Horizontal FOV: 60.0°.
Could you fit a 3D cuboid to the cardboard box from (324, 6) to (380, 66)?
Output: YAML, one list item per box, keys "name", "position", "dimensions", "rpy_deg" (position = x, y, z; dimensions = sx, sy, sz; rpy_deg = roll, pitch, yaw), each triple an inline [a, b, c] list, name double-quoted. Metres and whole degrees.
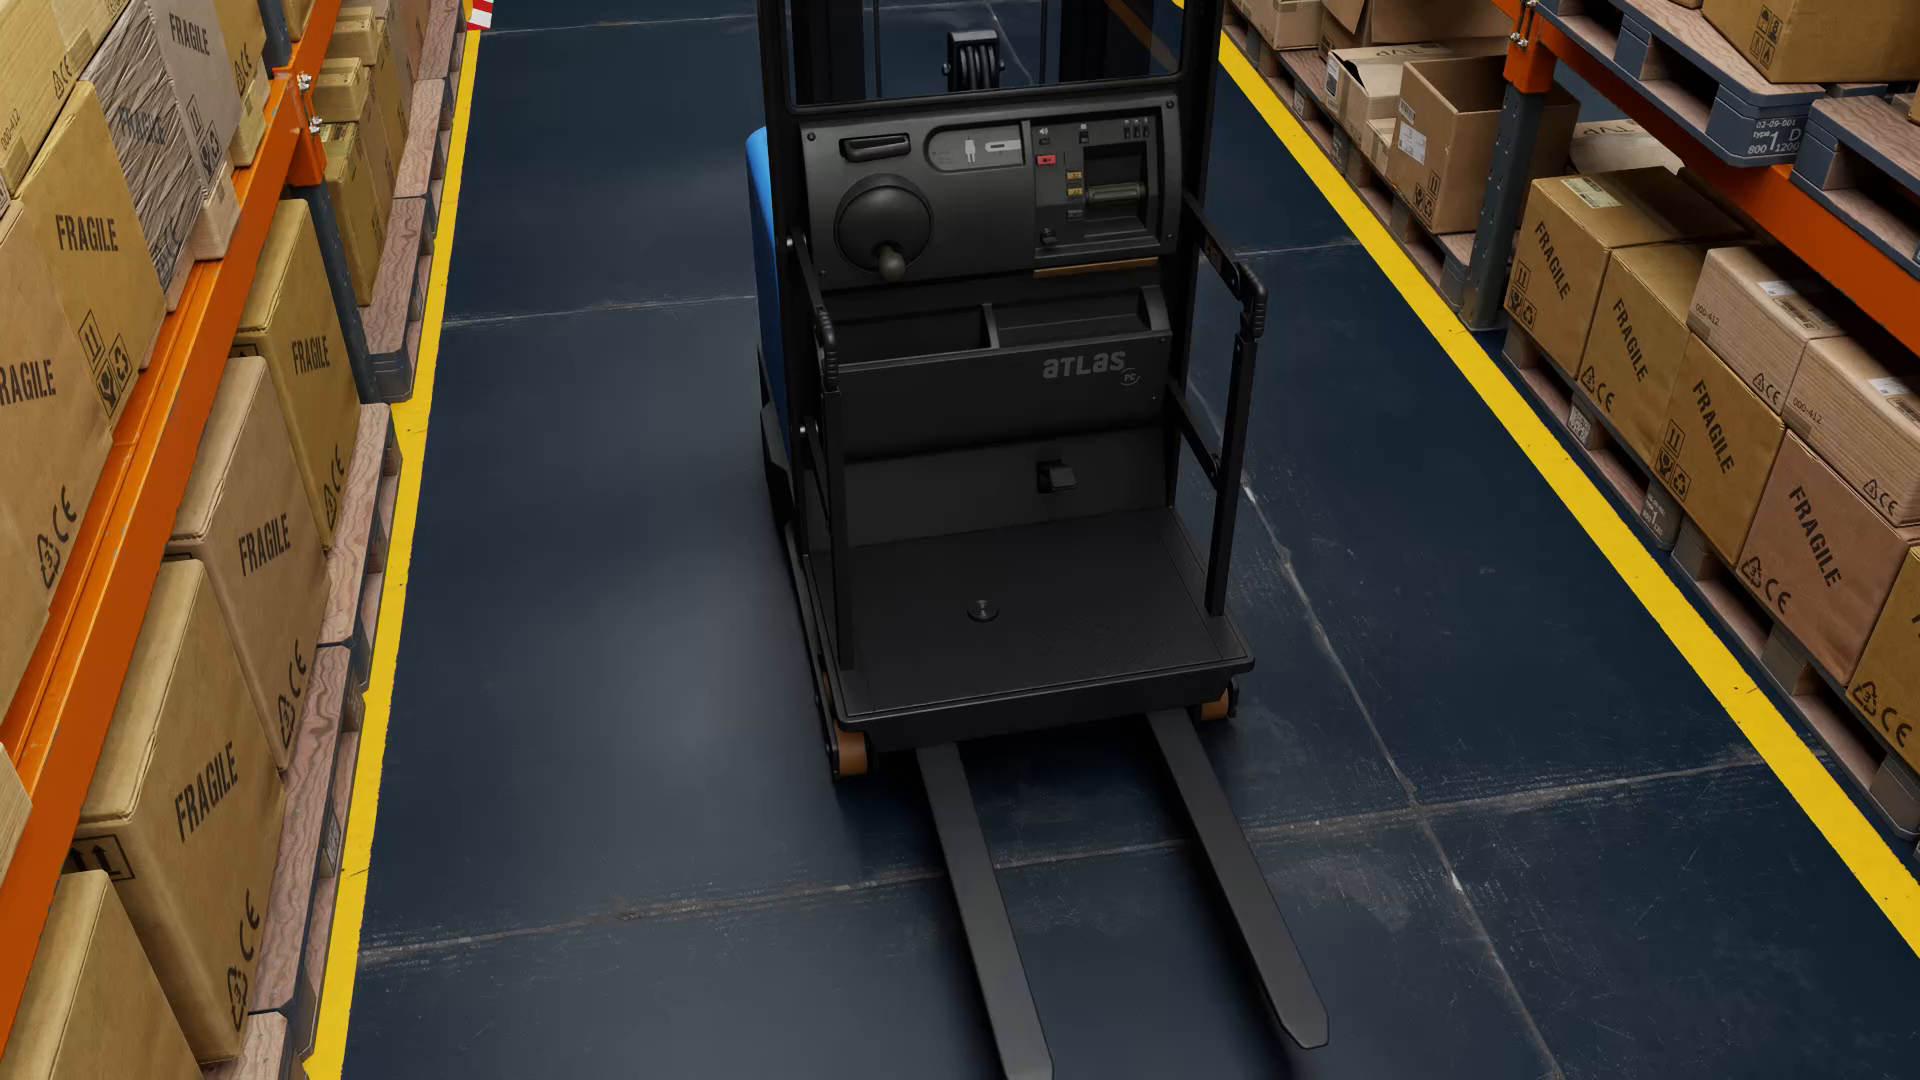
- name: "cardboard box"
  position: [-2.480, -1.953, 6.485]
  dimensions: [0.380, 0.149, 0.250]
  rpy_deg: [-7, 38, -9]

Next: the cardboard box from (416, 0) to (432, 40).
- name: "cardboard box"
  position: [-2.958, -2.696, 7.971]
  dimensions: [0.700, 0.500, 0.500]
  rpy_deg: [-6, 38, -8]

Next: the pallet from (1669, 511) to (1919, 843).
- name: "pallet"
  position: [2.796, 0.278, 4.720]
  dimensions: [1.003, 0.211, 1.213]
  rpy_deg: [-6, 38, -8]

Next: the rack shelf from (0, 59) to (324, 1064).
- name: "rack shelf"
  position: [-2.127, -0.022, 3.419]
  dimensions: [1.077, 0.370, 4.000]
  rpy_deg: [-6, 38, -8]

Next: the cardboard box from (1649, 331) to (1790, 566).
- name: "cardboard box"
  position: [2.428, -0.293, 4.862]
  dimensions: [0.500, 0.500, 0.500]
  rpy_deg: [-6, 38, -7]

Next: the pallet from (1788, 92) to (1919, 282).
- name: "pallet"
  position: [2.754, -0.731, 3.903]
  dimensions: [1.003, 0.211, 1.213]
  rpy_deg: [-6, 38, -8]

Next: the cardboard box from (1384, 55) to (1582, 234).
- name: "cardboard box"
  position: [2.019, -1.549, 6.478]
  dimensions: [0.500, 0.500, 0.500]
  rpy_deg: [-6, 38, -8]

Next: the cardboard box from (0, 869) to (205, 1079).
- name: "cardboard box"
  position: [-1.776, 1.127, 2.764]
  dimensions: [0.750, 0.750, 0.750]
  rpy_deg: [-7, 38, -9]

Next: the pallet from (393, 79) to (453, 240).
- name: "pallet"
  position: [-2.751, -1.619, 7.162]
  dimensions: [1.003, 0.211, 1.213]
  rpy_deg: [-6, 38, -8]

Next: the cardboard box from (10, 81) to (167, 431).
- name: "cardboard box"
  position: [-1.877, -0.514, 3.127]
  dimensions: [0.500, 0.500, 0.500]
  rpy_deg: [-5, 38, -7]

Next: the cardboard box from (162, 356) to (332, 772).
- name: "cardboard box"
  position: [-2.077, 0.084, 4.106]
  dimensions: [0.750, 0.750, 0.750]
  rpy_deg: [-5, 38, -7]

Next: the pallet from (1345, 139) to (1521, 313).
- name: "pallet"
  position: [2.279, -1.362, 6.832]
  dimensions: [1.003, 0.211, 1.213]
  rpy_deg: [-6, 38, -8]

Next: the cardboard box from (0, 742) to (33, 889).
- name: "cardboard box"
  position: [-1.605, 0.447, 2.418]
  dimensions: [0.380, 0.149, 0.250]
  rpy_deg: [-5, 38, -7]

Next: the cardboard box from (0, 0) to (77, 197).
- name: "cardboard box"
  position: [-1.884, -0.795, 2.876]
  dimensions: [0.500, 0.250, 0.500]
  rpy_deg: [-7, 38, -9]

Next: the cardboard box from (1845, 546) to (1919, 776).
- name: "cardboard box"
  position: [2.614, 0.328, 4.061]
  dimensions: [0.500, 0.500, 0.500]
  rpy_deg: [-8, 38, -10]

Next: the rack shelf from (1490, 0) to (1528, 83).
- name: "rack shelf"
  position: [2.048, -2.973, 7.218]
  dimensions: [1.077, 0.370, 4.000]
  rpy_deg: [-6, 38, -8]

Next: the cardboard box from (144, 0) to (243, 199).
- name: "cardboard box"
  position: [-2.049, -1.120, 3.906]
  dimensions: [0.500, 0.500, 0.500]
  rpy_deg: [-6, 38, -8]

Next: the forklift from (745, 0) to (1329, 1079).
- name: "forklift"
  position: [0.134, -0.780, 3.865]
  dimensions: [1.130, 2.935, 3.031]
  rpy_deg: [-8, 38, -10]

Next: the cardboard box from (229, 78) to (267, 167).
- name: "cardboard box"
  position: [-2.072, -1.099, 4.408]
  dimensions: [0.380, 0.149, 0.250]
  rpy_deg: [-6, 38, -7]

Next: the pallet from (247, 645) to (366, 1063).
- name: "pallet"
  position: [-2.051, 0.784, 4.069]
  dimensions: [1.003, 0.211, 1.213]
  rpy_deg: [-6, 38, -8]

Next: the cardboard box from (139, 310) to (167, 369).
- name: "cardboard box"
  position: [-1.960, -0.477, 3.607]
  dimensions: [0.380, 0.149, 0.250]
  rpy_deg: [-7, 38, -9]

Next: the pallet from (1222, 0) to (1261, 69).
- name: "pallet"
  position: [1.851, -2.836, 8.729]
  dimensions: [1.003, 0.211, 1.213]
  rpy_deg: [-6, 38, -8]

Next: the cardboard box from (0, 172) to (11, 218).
- name: "cardboard box"
  position: [-1.789, -0.487, 2.480]
  dimensions: [0.500, 0.250, 0.500]
  rpy_deg: [-6, 38, -8]

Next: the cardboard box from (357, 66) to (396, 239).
- name: "cardboard box"
  position: [-2.593, -1.459, 6.378]
  dimensions: [0.700, 0.500, 0.500]
  rpy_deg: [-7, 38, -8]

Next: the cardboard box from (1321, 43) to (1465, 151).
- name: "cardboard box"
  position: [1.888, -1.927, 7.119]
  dimensions: [0.500, 0.311, 0.500]
  rpy_deg: [-6, 38, -8]

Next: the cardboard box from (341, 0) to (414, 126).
- name: "cardboard box"
  position: [-2.781, -2.091, 7.191]
  dimensions: [0.700, 0.500, 0.500]
  rpy_deg: [-7, 38, -9]

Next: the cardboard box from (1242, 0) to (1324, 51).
- name: "cardboard box"
  position: [1.689, -2.590, 8.021]
  dimensions: [0.500, 0.250, 0.500]
  rpy_deg: [-6, 38, -8]

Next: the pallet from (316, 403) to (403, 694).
- name: "pallet"
  position: [-2.268, 0.045, 5.020]
  dimensions: [1.003, 0.211, 1.213]
  rpy_deg: [-6, 38, -8]

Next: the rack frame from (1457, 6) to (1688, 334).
- name: "rack frame"
  position: [2.399, -2.049, 5.442]
  dimensions: [1.000, 3.000, 0.127]
  rpy_deg: [-6, 38, -8]

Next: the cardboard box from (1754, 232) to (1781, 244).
- name: "cardboard box"
  position: [2.846, -0.669, 5.345]
  dimensions: [0.500, 0.500, 0.500]
  rpy_deg: [-6, 38, -8]

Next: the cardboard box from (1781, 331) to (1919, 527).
- name: "cardboard box"
  position: [2.507, -0.306, 4.267]
  dimensions: [0.500, 0.250, 0.500]
  rpy_deg: [-7, 38, -9]

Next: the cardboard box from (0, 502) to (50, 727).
- name: "cardboard box"
  position: [-1.692, 0.099, 2.337]
  dimensions: [0.500, 0.500, 0.500]
  rpy_deg: [-5, 38, -6]

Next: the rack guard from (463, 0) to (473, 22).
- name: "rack guard"
  position: [-3.183, -2.957, 8.649]
  dimensions: [1.175, 0.500, 0.348]
  rpy_deg: [-6, 38, -8]

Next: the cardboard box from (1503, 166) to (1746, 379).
- name: "cardboard box"
  position: [2.243, -0.917, 5.664]
  dimensions: [0.500, 0.500, 0.500]
  rpy_deg: [-8, 39, -10]

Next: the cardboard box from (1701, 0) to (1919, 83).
- name: "cardboard box"
  position: [2.444, -1.535, 4.358]
  dimensions: [0.700, 0.500, 0.500]
  rpy_deg: [-1, 38, -1]

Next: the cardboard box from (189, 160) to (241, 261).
- name: "cardboard box"
  position: [-1.967, -0.784, 4.003]
  dimensions: [0.380, 0.149, 0.250]
  rpy_deg: [-6, 38, -8]
